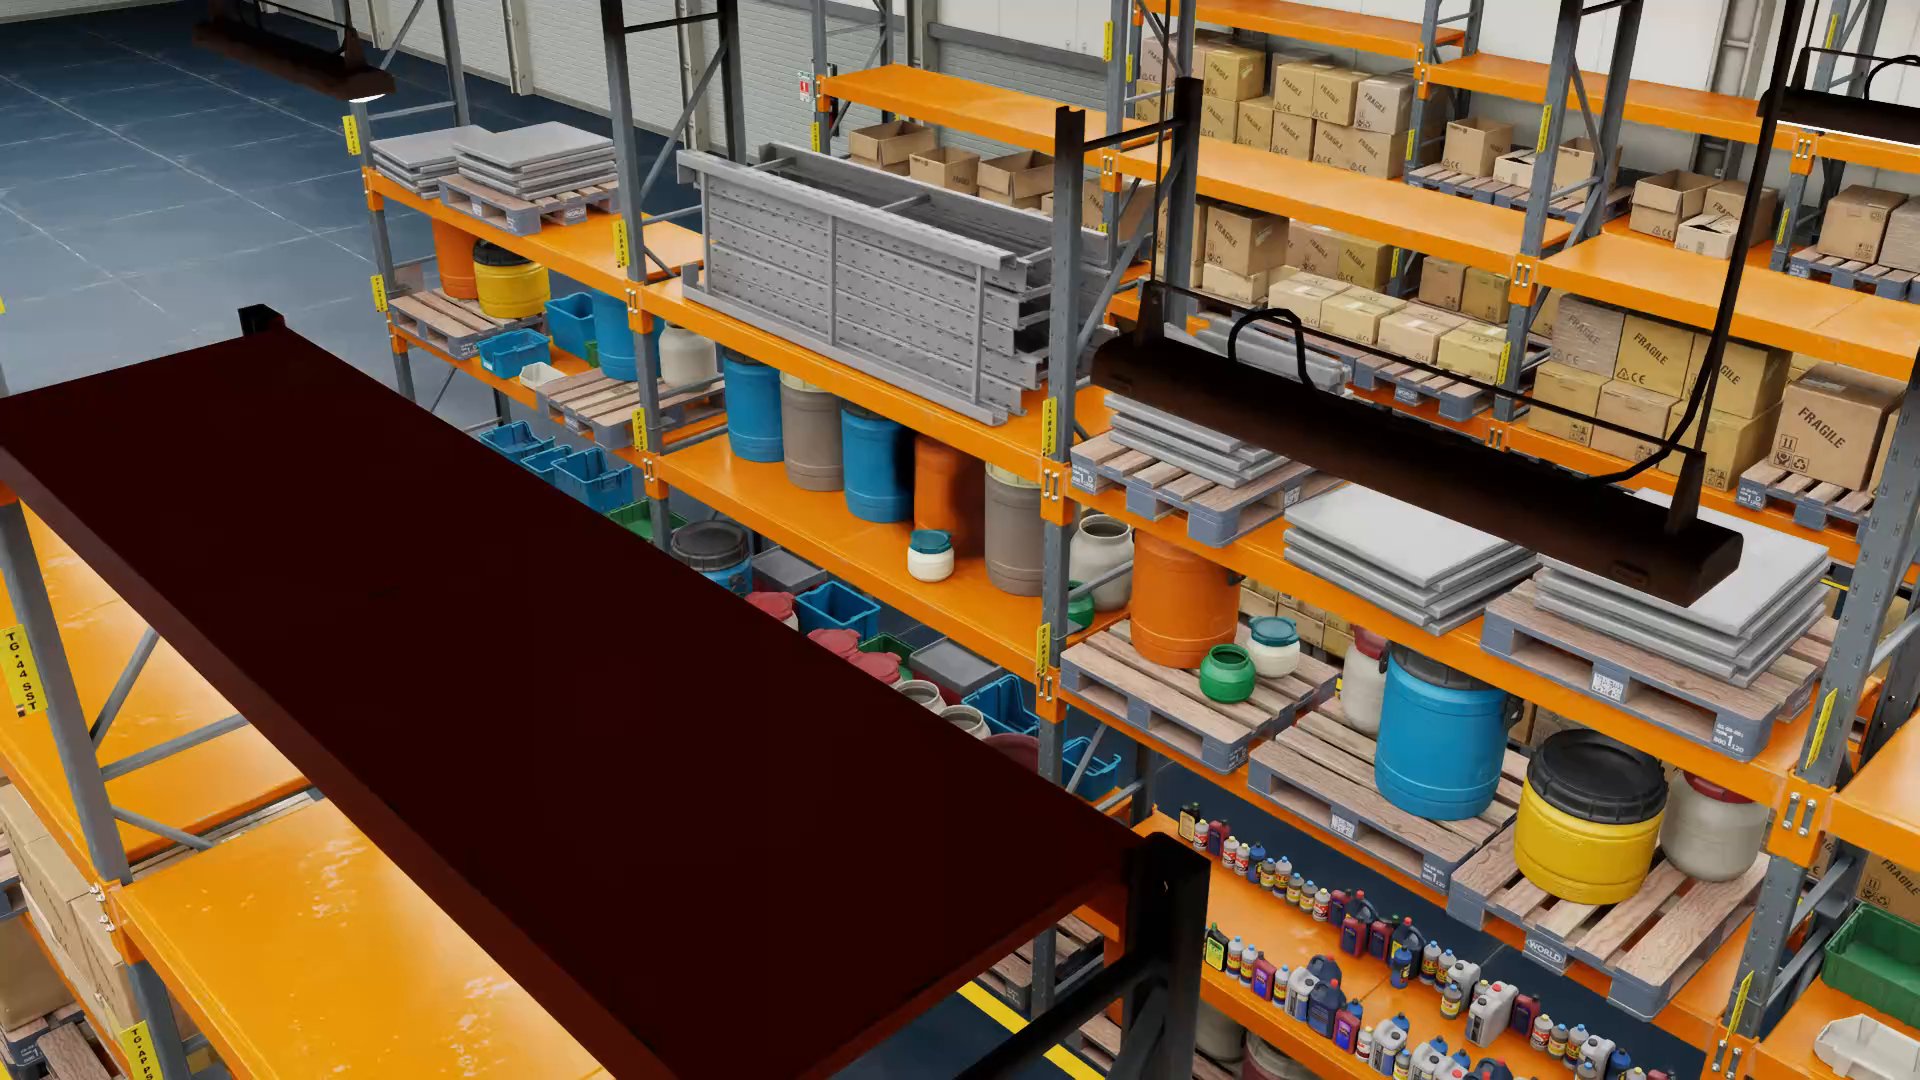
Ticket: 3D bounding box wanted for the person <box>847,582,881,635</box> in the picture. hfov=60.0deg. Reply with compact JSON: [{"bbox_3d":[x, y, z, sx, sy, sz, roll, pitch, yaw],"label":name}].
[{"bbox_3d":[-0.888,0.337,14.532,0.371,1.605,0.509,-17,33,-29],"label":"person"}]
